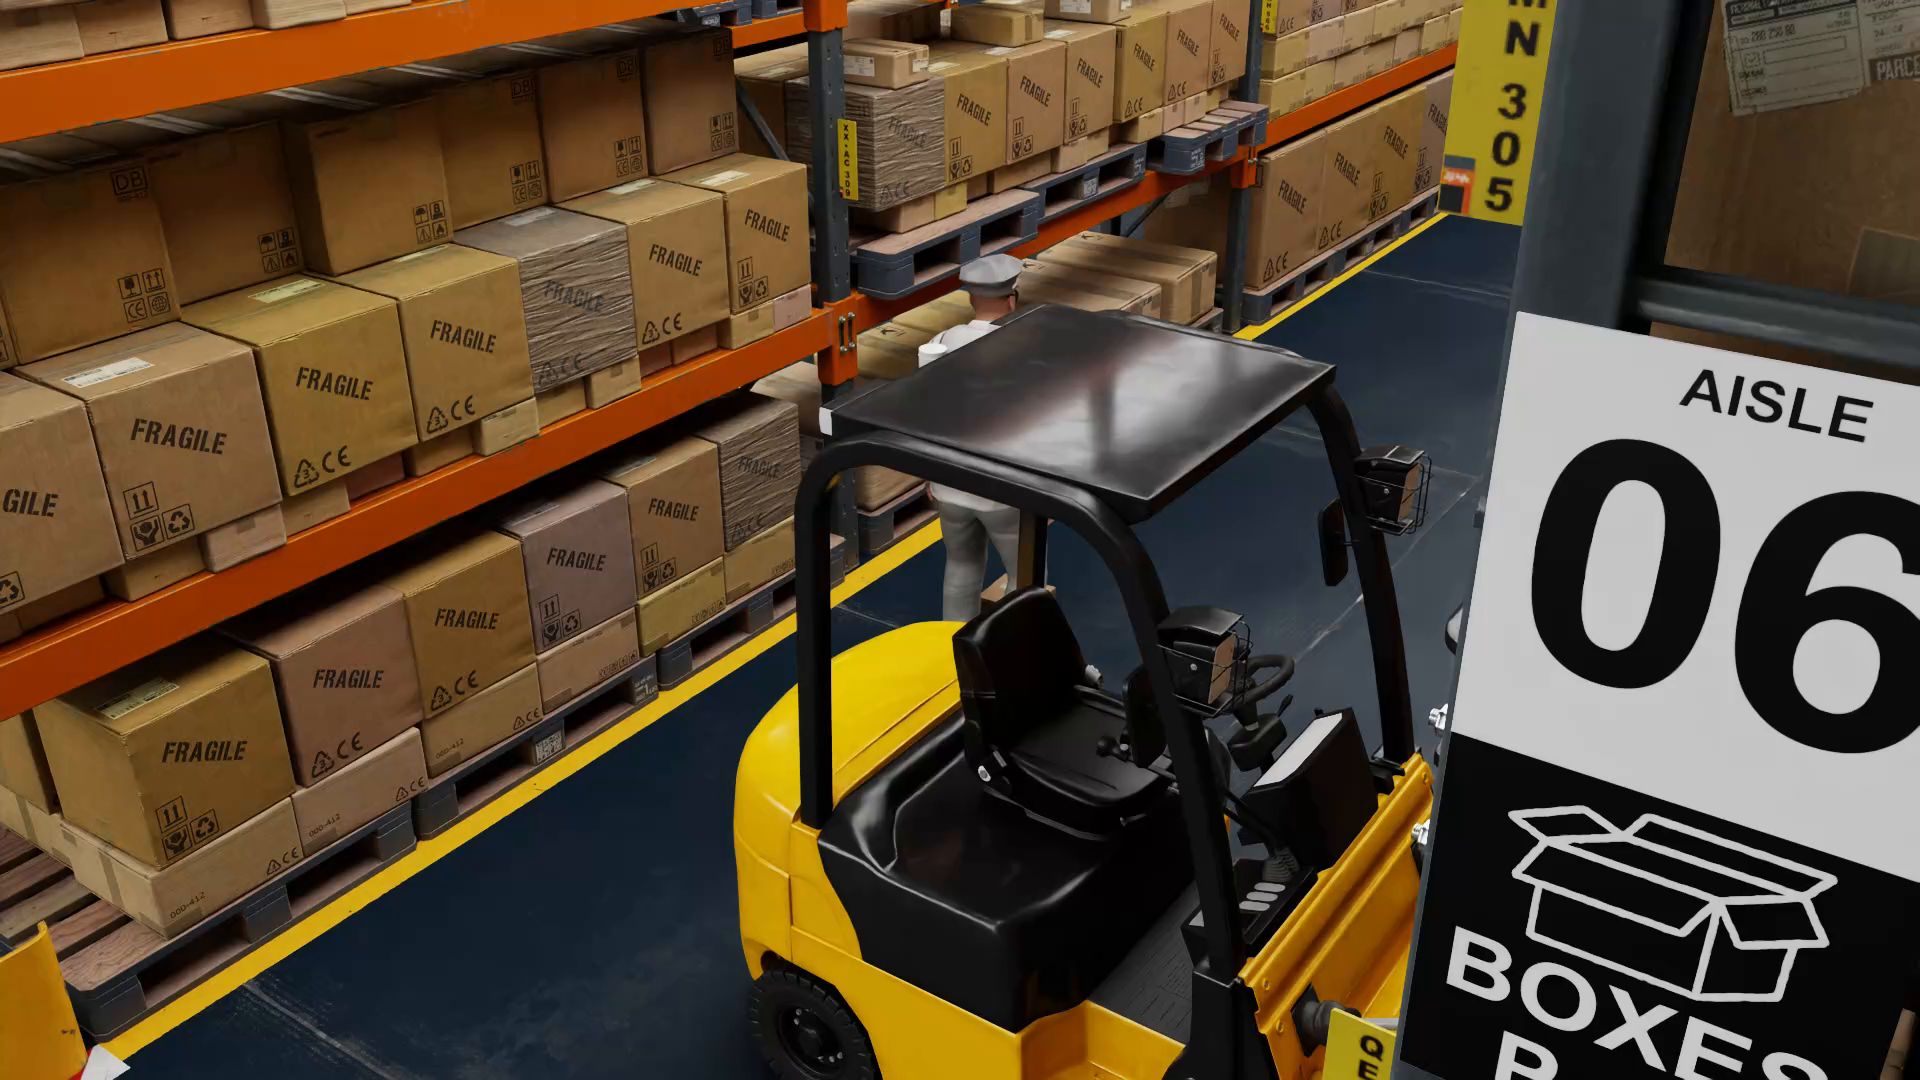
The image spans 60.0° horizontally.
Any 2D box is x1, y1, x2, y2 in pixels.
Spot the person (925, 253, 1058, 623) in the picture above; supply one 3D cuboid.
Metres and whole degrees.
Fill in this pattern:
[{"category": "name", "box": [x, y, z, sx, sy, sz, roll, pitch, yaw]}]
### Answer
[{"category": "person", "box": [0.116, -0.226, 6.556, 0.607, 1.747, 0.438, 13, 30, 24]}]
